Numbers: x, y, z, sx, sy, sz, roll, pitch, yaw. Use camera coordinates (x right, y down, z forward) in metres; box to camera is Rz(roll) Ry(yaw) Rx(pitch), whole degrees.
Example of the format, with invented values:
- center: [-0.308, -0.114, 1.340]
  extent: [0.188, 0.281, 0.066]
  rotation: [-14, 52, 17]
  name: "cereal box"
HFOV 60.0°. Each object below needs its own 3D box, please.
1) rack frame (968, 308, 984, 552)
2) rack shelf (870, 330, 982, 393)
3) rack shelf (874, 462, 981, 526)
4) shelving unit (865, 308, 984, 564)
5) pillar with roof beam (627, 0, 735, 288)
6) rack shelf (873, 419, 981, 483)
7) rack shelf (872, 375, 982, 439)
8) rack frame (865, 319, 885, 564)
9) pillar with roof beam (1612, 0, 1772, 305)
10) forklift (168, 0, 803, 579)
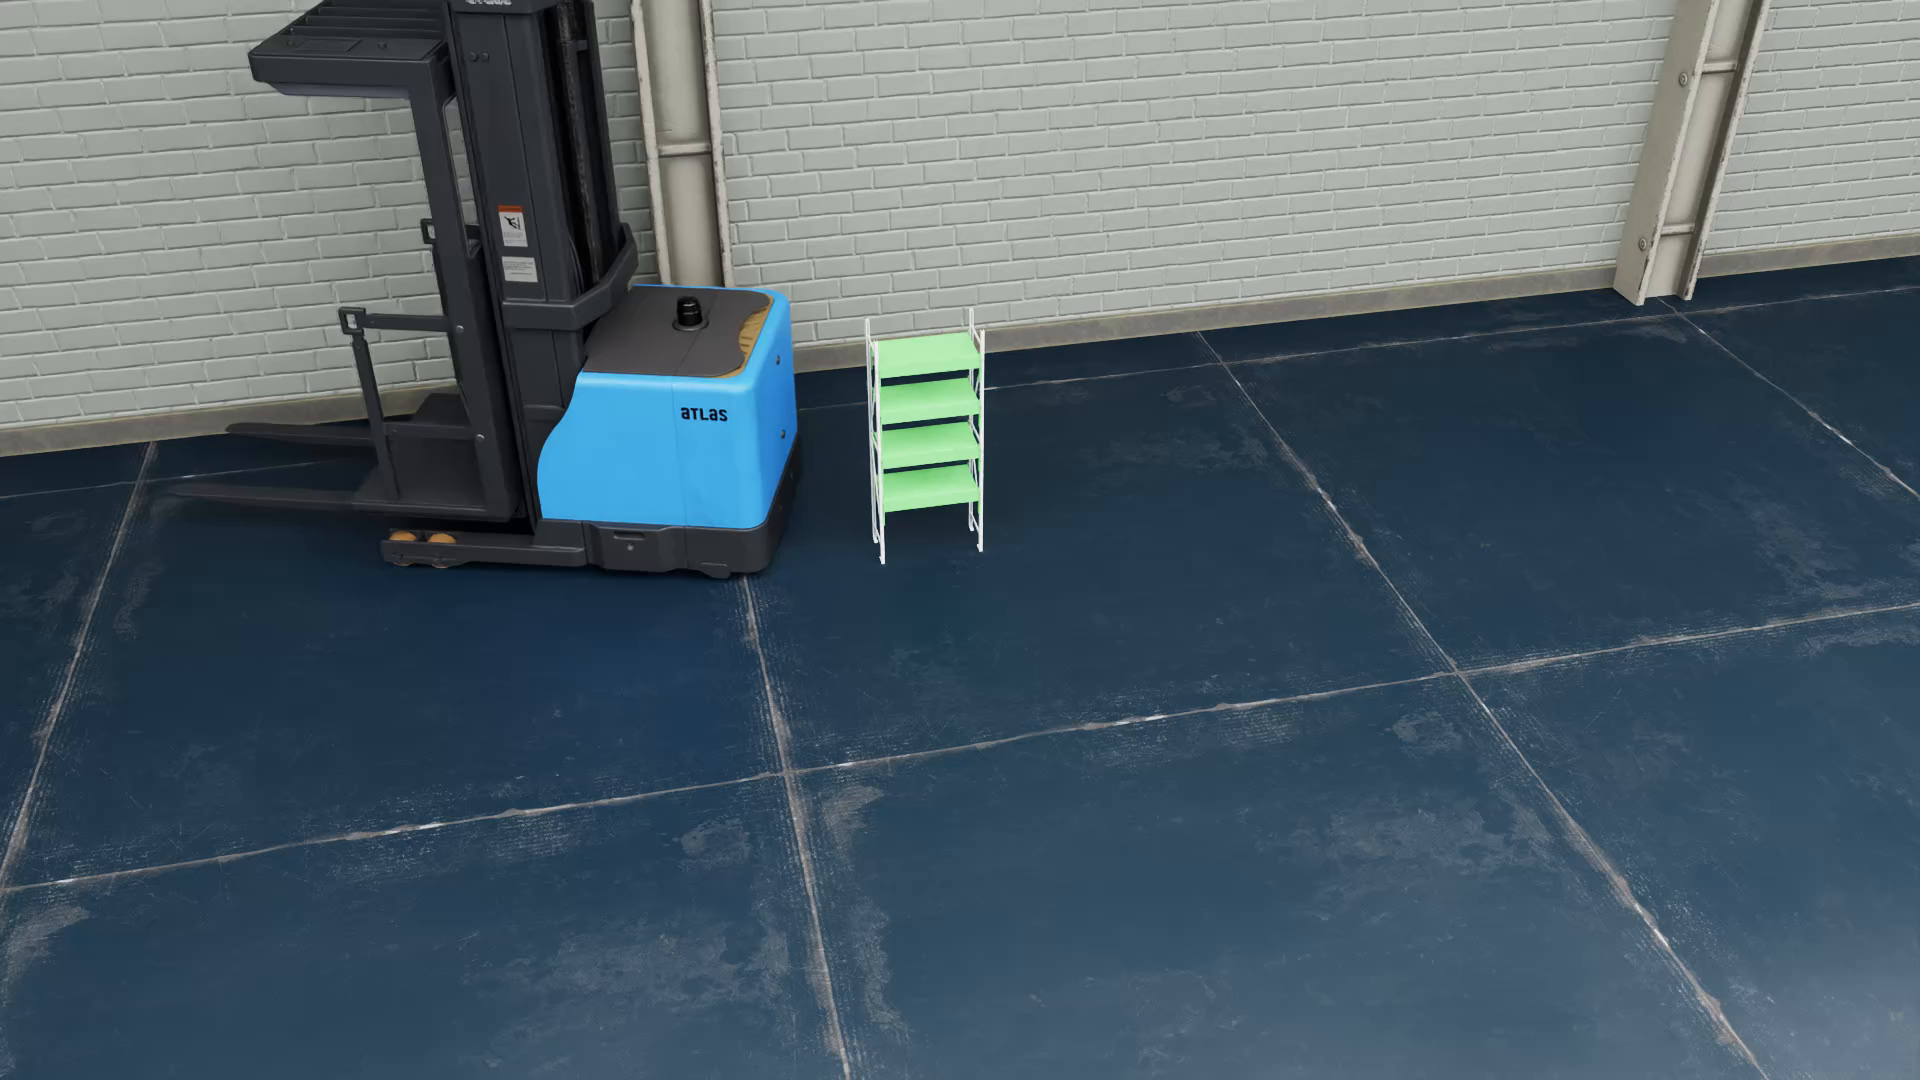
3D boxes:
- center: [0.077, -0.508, 7.930]
  extent: [0.015, 1.200, 0.240]
  rotation: [-7, 35, -11]
  name: "rack frame"
- center: [-0.161, -0.823, 7.653]
  extent: [0.480, 0.148, 0.258]
  rotation: [-7, 35, -11]
  name: "rack shelf"
- center: [-0.161, -0.226, 8.055]
  extent: [0.480, 0.148, 0.258]
  rotation: [-7, 35, -11]
  name: "rack shelf"
- center: [-0.161, -0.478, 7.885]
  extent: [0.503, 1.200, 0.258]
  rotation: [-7, 35, -11]
  name: "shelving unit"
- center: [-0.498, -2.241, 3.513]
  extent: [0.400, 9.000, 9.100]
  rotation: [-7, 35, -11]
  name: "pillar with roof beam"
- center: [-0.161, -0.425, 7.921]
  extent: [0.480, 0.148, 0.258]
  rotation: [-7, 35, -11]
  name: "rack shelf"
- center: [-0.161, -0.624, 7.787]
  extent: [0.480, 0.148, 0.258]
  rotation: [-7, 35, -11]
  name: "rack shelf"
- center: [-0.399, -0.448, 7.841]
  extent: [0.015, 1.200, 0.240]
  rotation: [-7, 35, -11]
  name: "rack frame"
- center: [5.354, -2.978, 4.612]
  extent: [0.400, 9.000, 9.100]
  rotation: [-7, 35, -11]
  name: "pillar with roof beam"
- center: [-2.370, -1.370, 7.661]
  extent: [3.031, 2.935, 1.130]
  rotation: [3, 34, 5]
  name: "forklift"
